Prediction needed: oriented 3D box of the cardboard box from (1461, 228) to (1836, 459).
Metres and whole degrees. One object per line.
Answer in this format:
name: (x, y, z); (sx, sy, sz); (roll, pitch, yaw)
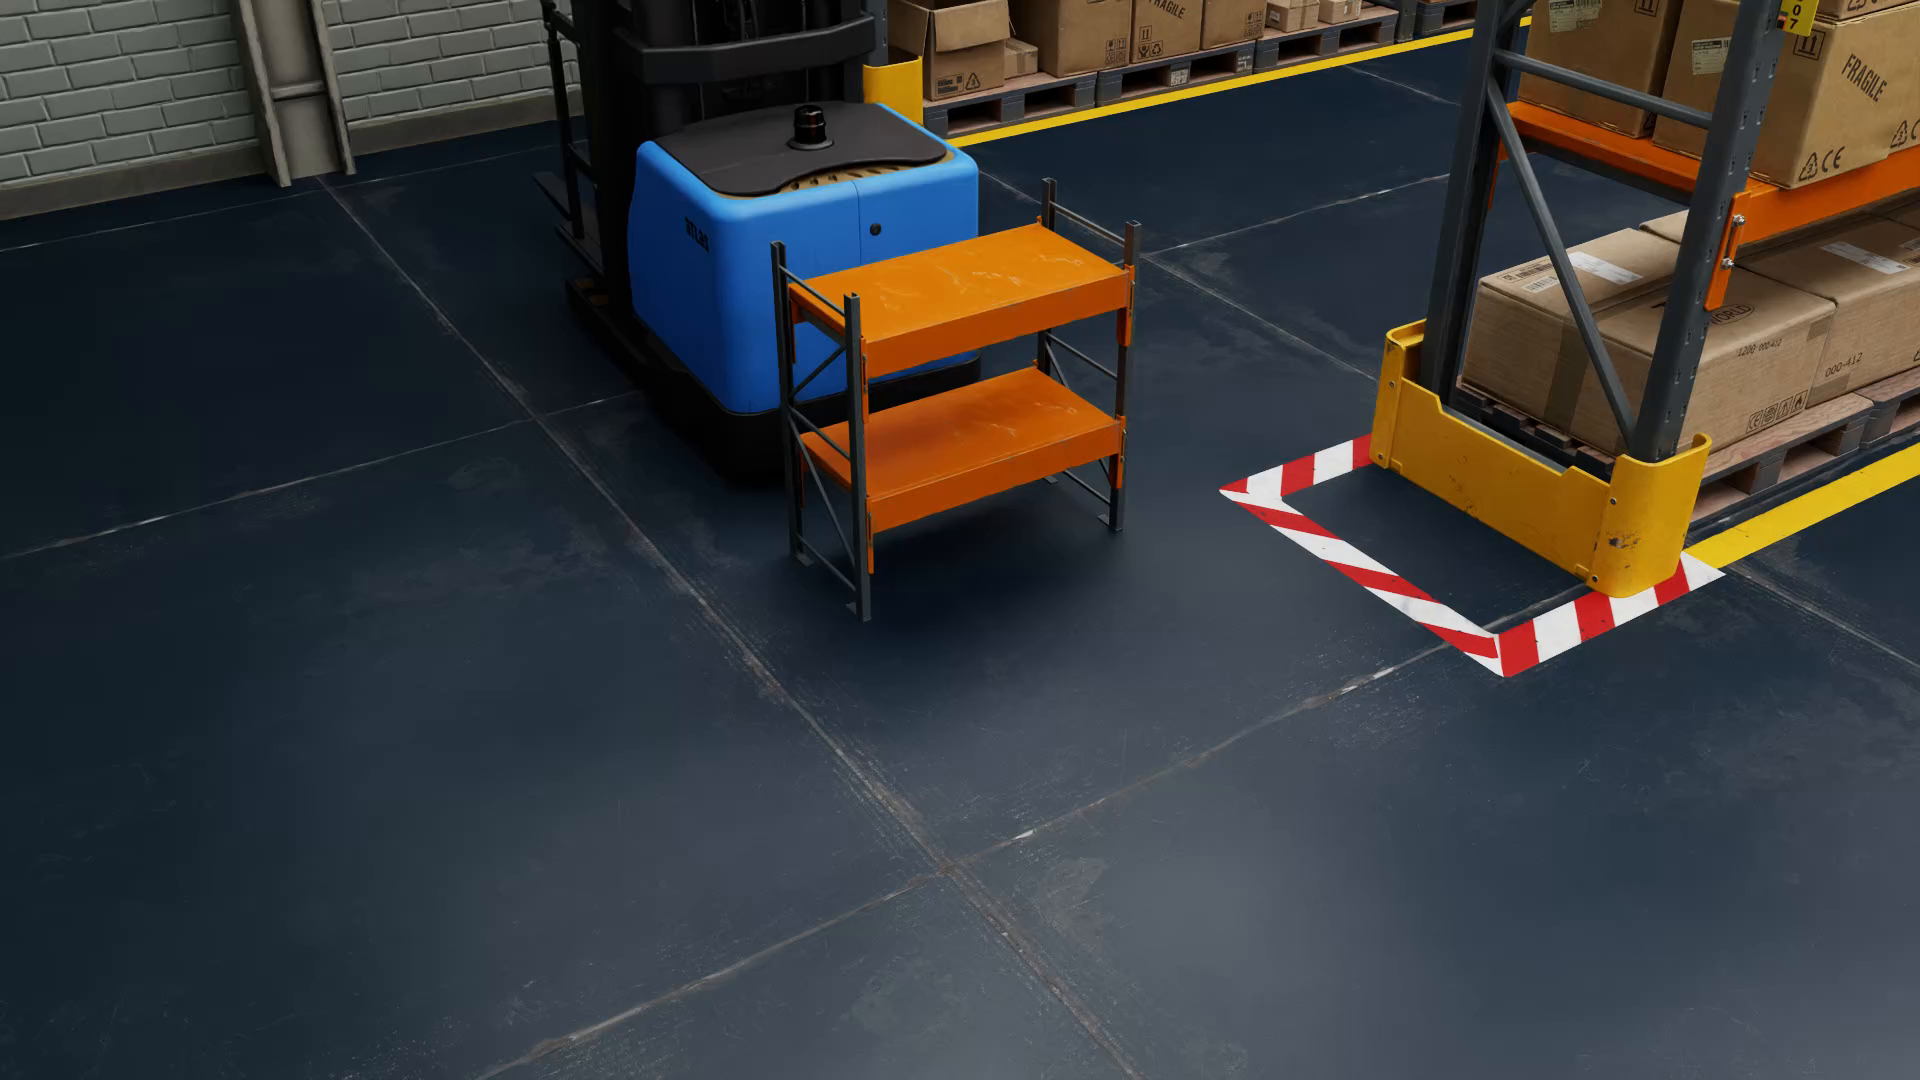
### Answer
cardboard box: (2.491, -0.712, 6.075); (0.875, 0.438, 0.875); (-20, 38, -29)

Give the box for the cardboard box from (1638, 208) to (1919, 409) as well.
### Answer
cardboard box: (3.256, -0.980, 6.501); (0.875, 0.438, 0.875); (-18, 36, -26)

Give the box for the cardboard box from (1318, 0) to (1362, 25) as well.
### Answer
cardboard box: (2.351, -3.443, 10.675); (0.250, 0.149, 0.380); (-20, 37, -29)

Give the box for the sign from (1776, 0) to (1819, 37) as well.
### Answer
sign: (2.286, -1.532, 4.481); (0.005, 0.325, 0.100); (-19, 37, -27)

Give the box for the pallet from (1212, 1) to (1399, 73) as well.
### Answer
pallet: (2.082, -3.386, 10.920); (1.213, 0.211, 1.003); (-19, 37, -27)

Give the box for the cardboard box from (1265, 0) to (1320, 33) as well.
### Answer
cardboard box: (2.051, -3.389, 10.480); (0.258, 0.266, 0.396); (-18, 36, -26)

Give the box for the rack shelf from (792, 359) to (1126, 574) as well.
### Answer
rack shelf: (-0.006, -0.267, 5.577); (1.000, 0.278, 0.538); (-19, 37, -27)

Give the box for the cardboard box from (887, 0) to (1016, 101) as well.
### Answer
cardboard box: (-0.137, -2.863, 9.424); (0.637, 0.503, 0.797); (-21, 38, -29)

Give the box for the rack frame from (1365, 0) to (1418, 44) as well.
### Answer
rack frame: (2.660, -4.764, 10.490); (0.127, 3.000, 1.000); (-19, 37, -27)

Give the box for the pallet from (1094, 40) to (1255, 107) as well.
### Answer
pallet: (1.056, -3.031, 10.358); (1.213, 0.211, 1.003); (-19, 37, -27)

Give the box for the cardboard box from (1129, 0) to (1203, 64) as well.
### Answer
cardboard box: (1.101, -3.200, 9.960); (0.500, 0.500, 0.500); (-18, 37, -26)

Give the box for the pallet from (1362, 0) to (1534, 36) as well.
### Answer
pallet: (3.323, -3.836, 11.634); (1.213, 0.211, 1.003); (-19, 37, -27)

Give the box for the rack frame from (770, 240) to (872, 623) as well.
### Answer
rack frame: (-0.433, -0.327, 5.214); (0.032, 1.125, 0.500); (-19, 37, -27)

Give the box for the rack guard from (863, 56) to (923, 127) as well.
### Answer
rack guard: (-0.638, -2.572, 9.359); (0.348, 0.500, 1.175); (-19, 37, -27)

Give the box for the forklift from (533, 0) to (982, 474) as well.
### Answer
forklift: (-1.073, -2.237, 6.549); (1.130, 2.935, 3.031); (-16, 36, -24)

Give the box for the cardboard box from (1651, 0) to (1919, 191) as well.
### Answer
cardboard box: (2.549, -1.435, 5.119); (0.500, 0.500, 0.500); (-19, 37, -28)

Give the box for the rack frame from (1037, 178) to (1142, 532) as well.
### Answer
rack frame: (0.422, -0.621, 5.680); (0.032, 1.125, 0.500); (-19, 37, -27)

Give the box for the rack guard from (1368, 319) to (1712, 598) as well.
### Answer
rack guard: (1.970, -0.318, 5.786); (0.348, 0.500, 1.175); (-19, 37, -27)

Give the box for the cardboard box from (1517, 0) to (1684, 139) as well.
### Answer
cardboard box: (2.252, -1.683, 5.513); (0.500, 0.500, 0.500); (-19, 37, -27)

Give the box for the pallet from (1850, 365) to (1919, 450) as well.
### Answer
pallet: (3.644, -0.820, 6.852); (1.213, 0.211, 1.003); (-19, 37, -27)

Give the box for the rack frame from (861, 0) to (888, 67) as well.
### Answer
rack frame: (-0.702, -3.607, 8.657); (0.127, 3.000, 1.000); (-19, 37, -27)

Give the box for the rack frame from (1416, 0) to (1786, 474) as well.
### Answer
rack frame: (1.990, -1.383, 5.130); (0.127, 3.000, 1.000); (-19, 37, -27)

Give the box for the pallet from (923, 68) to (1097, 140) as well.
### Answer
pallet: (0.031, -2.681, 9.802); (1.213, 0.211, 1.003); (-19, 37, -27)

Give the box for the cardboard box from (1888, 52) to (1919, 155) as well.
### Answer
cardboard box: (2.959, -1.594, 5.371); (0.500, 0.500, 0.500); (-20, 37, -28)

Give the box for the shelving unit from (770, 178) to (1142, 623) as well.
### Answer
shelving unit: (-0.006, -0.474, 5.447); (1.048, 1.125, 0.538); (-19, 37, -27)

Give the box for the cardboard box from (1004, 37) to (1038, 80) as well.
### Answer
cardboard box: (0.241, -2.819, 9.686); (0.250, 0.149, 0.380); (-21, 38, -29)

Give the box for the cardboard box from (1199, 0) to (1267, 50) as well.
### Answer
cardboard box: (1.475, -3.392, 10.265); (0.500, 0.500, 0.700); (-20, 38, -29)

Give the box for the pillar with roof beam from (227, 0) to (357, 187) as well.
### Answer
pillar with roof beam: (-1.124, -3.839, 3.401); (0.400, 9.000, 9.100); (-19, 37, -27)

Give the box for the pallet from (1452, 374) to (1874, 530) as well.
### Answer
pallet: (2.620, -0.469, 6.296); (1.213, 0.211, 1.003); (-19, 37, -27)

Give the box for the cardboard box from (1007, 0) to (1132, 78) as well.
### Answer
cardboard box: (0.603, -3.092, 9.789); (0.500, 0.500, 0.700); (-17, 36, -25)

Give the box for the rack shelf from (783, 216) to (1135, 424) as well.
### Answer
rack shelf: (-0.006, -0.721, 5.291); (1.000, 0.278, 0.538); (-19, 37, -27)

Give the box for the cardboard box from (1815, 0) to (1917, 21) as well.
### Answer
cardboard box: (2.548, -1.859, 4.854); (0.500, 0.500, 0.500); (-20, 37, -28)

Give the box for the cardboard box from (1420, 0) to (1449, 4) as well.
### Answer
cardboard box: (3.188, -3.923, 11.107); (0.500, 0.500, 0.500); (-17, 36, -25)

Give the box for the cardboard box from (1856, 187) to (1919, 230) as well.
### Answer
cardboard box: (4.014, -1.240, 6.913); (0.875, 0.438, 0.875); (-20, 37, -29)

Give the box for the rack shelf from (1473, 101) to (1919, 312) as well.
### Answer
rack shelf: (3.671, -1.656, 6.239); (4.000, 0.370, 1.077); (-19, 37, -27)
